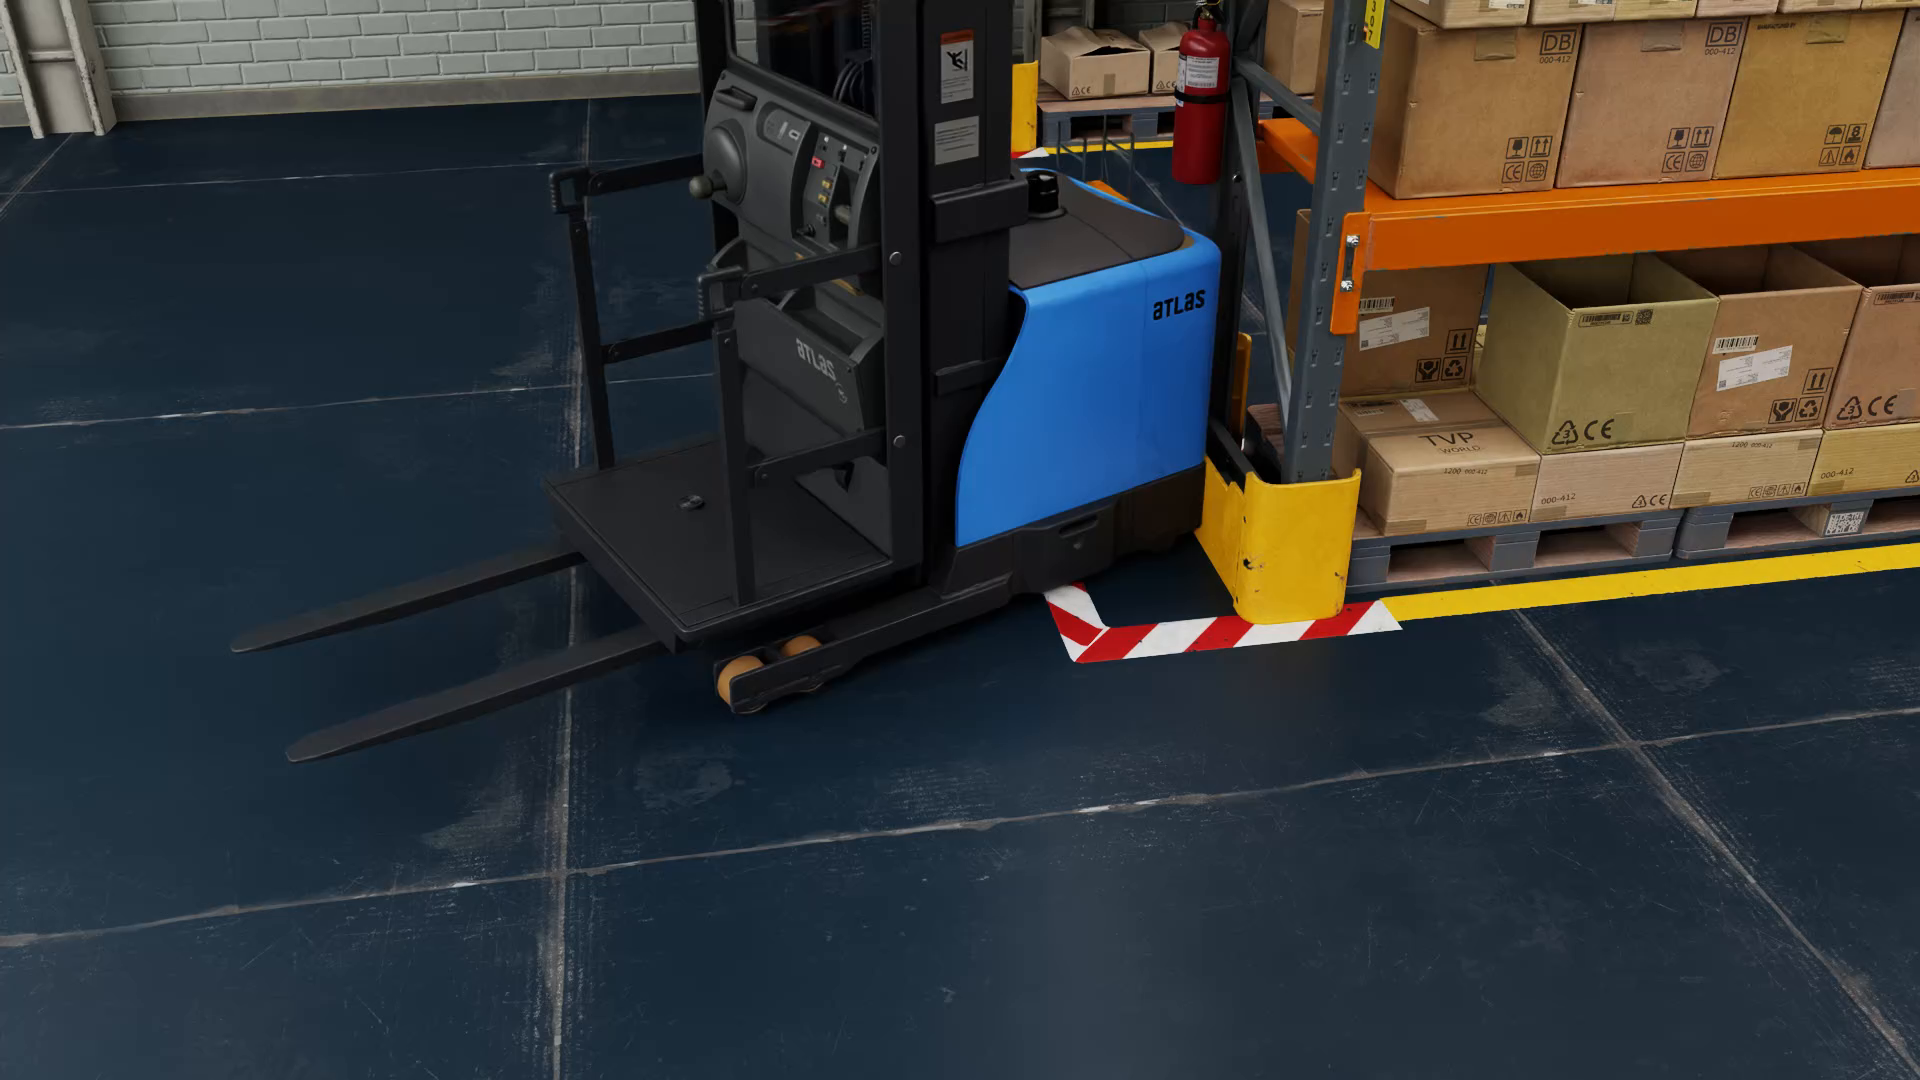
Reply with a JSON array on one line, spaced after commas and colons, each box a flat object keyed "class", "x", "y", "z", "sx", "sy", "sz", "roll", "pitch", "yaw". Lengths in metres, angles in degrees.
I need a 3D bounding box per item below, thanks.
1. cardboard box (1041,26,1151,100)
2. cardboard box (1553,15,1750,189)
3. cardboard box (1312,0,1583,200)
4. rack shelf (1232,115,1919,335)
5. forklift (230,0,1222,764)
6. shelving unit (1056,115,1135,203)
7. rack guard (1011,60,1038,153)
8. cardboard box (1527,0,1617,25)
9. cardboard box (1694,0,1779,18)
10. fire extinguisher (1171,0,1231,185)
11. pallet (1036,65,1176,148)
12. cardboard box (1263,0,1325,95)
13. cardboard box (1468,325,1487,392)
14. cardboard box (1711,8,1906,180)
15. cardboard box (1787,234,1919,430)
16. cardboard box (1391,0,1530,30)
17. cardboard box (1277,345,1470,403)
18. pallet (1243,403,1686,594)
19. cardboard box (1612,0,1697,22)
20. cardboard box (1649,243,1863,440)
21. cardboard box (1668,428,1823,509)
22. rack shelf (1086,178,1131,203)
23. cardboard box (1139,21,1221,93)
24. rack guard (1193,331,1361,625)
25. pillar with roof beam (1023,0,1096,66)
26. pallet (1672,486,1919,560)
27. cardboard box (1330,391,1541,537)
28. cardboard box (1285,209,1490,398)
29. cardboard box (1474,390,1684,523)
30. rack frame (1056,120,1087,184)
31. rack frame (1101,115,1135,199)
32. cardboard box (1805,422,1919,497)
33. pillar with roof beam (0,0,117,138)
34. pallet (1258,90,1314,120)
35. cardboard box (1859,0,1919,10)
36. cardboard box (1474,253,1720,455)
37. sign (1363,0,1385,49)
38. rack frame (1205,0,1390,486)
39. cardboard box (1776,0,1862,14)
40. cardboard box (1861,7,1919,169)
[{"class": "cardboard box", "x": 0.797, "y": -2.845, "z": 9.848, "sx": 0.500, "sy": 0.311, "sz": 0.500, "roll": -9, "pitch": 32, "yaw": -15}, {"class": "cardboard box", "x": 1.974, "y": -1.456, "z": 5.169, "sx": 0.500, "sy": 0.500, "sz": 0.700, "roll": -5, "pitch": 31, "yaw": -8}, {"class": "cardboard box", "x": 1.458, "y": -1.406, "z": 5.083, "sx": 0.500, "sy": 0.500, "sz": 0.700, "roll": -5, "pitch": 31, "yaw": -9}, {"class": "rack shelf", "x": 2.964, "y": -1.199, "z": 5.540, "sx": 4.000, "sy": 0.370, "sz": 1.077, "roll": -5, "pitch": 31, "yaw": -9}, {"class": "forklift", "x": -0.667, "y": -1.059, "z": 4.660, "sx": 3.031, "sy": 2.935, "sz": 1.130, "roll": -19, "pitch": 35, "yaw": -29}, {"class": "shelving unit", "x": 0.478, "y": -0.939, "z": 6.163, "sx": 0.189, "sy": 1.200, "sz": 0.258, "roll": -11, "pitch": 32, "yaw": -18}, {"class": "rack guard", "x": 0.175, "y": -2.725, "z": 9.892, "sx": 0.348, "sy": 0.500, "sz": 1.175, "roll": -5, "pitch": 31, "yaw": -9}, {"class": "cardboard box", "x": 1.681, "y": -1.603, "z": 4.779, "sx": 0.250, "sy": 0.149, "sz": 0.380, "roll": -6, "pitch": 31, "yaw": -10}, {"class": "cardboard box", "x": 2.175, "y": -1.647, "z": 4.853, "sx": 0.250, "sy": 0.149, "sz": 0.380, "roll": -6, "pitch": 31, "yaw": -10}, {"class": "fire extinguisher", "x": 0.797, "y": -1.514, "z": 5.442, "sx": 0.183, "sy": 0.674, "sz": 0.296, "roll": -5, "pitch": 31, "yaw": -9}, {"class": "pallet", "x": 0.981, "y": -2.658, "z": 10.061, "sx": 1.213, "sy": 0.211, "sz": 1.003, "roll": -5, "pitch": 31, "yaw": -9}, {"class": "cardboard box", "x": 2.089, "y": -3.021, "z": 9.960, "sx": 0.500, "sy": 0.500, "sz": 0.700, "roll": -7, "pitch": 31, "yaw": -12}, {"class": "cardboard box", "x": 1.961, "y": -0.570, "z": 6.059, "sx": 0.500, "sy": 0.250, "sz": 0.500, "roll": -5, "pitch": 31, "yaw": -9}, {"class": "cardboard box", "x": 2.463, "y": -1.499, "z": 5.241, "sx": 0.500, "sy": 0.500, "sz": 0.700, "roll": -5, "pitch": 31, "yaw": -9}, {"class": "cardboard box", "x": 3.040, "y": -0.719, "z": 5.572, "sx": 0.500, "sy": 0.500, "sz": 0.500, "roll": -5, "pitch": 31, "yaw": -9}, {"class": "cardboard box", "x": 1.421, "y": -1.578, "z": 4.735, "sx": 0.250, "sy": 0.149, "sz": 0.380, "roll": -6, "pitch": 31, "yaw": -9}, {"class": "cardboard box", "x": 1.471, "y": -0.519, "z": 5.971, "sx": 0.500, "sy": 0.250, "sz": 0.500, "roll": -5, "pitch": 31, "yaw": -9}, {"class": "pallet", "x": 1.741, "y": -0.215, "z": 5.908, "sx": 1.213, "sy": 0.211, "sz": 1.003, "roll": -5, "pitch": 31, "yaw": -9}, {"class": "cardboard box", "x": 1.926, "y": -1.625, "z": 4.816, "sx": 0.250, "sy": 0.149, "sz": 0.380, "roll": -5, "pitch": 31, "yaw": -9}, {"class": "cardboard box", "x": 2.545, "y": -0.682, "z": 5.510, "sx": 0.500, "sy": 0.500, "sz": 0.500, "roll": -5, "pitch": 31, "yaw": -9}, {"class": "cardboard box", "x": 2.547, "y": -0.353, "z": 5.690, "sx": 0.500, "sy": 0.250, "sz": 0.500, "roll": -5, "pitch": 31, "yaw": -9}, {"class": "rack shelf", "x": 0.478, "y": -1.211, "z": 6.003, "sx": 0.180, "sy": 0.103, "sz": 0.258, "roll": -11, "pitch": 32, "yaw": -18}, {"class": "cardboard box", "x": 1.358, "y": -2.897, "z": 9.936, "sx": 0.500, "sy": 0.311, "sz": 0.500, "roll": -3, "pitch": 31, "yaw": -5}, {"class": "rack guard", "x": 0.973, "y": -0.247, "z": 5.677, "sx": 0.348, "sy": 0.500, "sz": 1.175, "roll": -5, "pitch": 31, "yaw": -9}, {"class": "pillar with roof beam", "x": 1.409, "y": -4.731, "z": 4.918, "sx": 0.400, "sy": 9.000, "sz": 9.100, "roll": -5, "pitch": 31, "yaw": -9}, {"class": "pallet", "x": 2.939, "y": -0.325, "z": 6.094, "sx": 1.213, "sy": 0.211, "sz": 1.003, "roll": -5, "pitch": 31, "yaw": -9}, {"class": "cardboard box", "x": 1.564, "y": -0.260, "z": 5.532, "sx": 0.500, "sy": 0.250, "sz": 0.500, "roll": -5, "pitch": 31, "yaw": -9}, {"class": "cardboard box", "x": 1.471, "y": -0.843, "z": 5.783, "sx": 0.500, "sy": 0.500, "sz": 0.500, "roll": -5, "pitch": 31, "yaw": -9}, {"class": "cardboard box", "x": 2.055, "y": -0.308, "z": 5.613, "sx": 0.500, "sy": 0.250, "sz": 0.500, "roll": -5, "pitch": 31, "yaw": -9}, {"class": "rack frame", "x": 0.393, "y": -0.922, "z": 6.134, "sx": 0.006, "sy": 1.200, "sz": 0.240, "roll": -11, "pitch": 32, "yaw": -18}, {"class": "rack frame", "x": 0.563, "y": -0.956, "z": 6.192, "sx": 0.006, "sy": 1.200, "sz": 0.240, "roll": -11, "pitch": 32, "yaw": -18}, {"class": "cardboard box", "x": 3.040, "y": -0.397, "z": 5.763, "sx": 0.500, "sy": 0.250, "sz": 0.500, "roll": -5, "pitch": 31, "yaw": -9}, {"class": "pillar with roof beam", "x": -4.493, "y": -4.183, "z": 3.986, "sx": 0.400, "sy": 9.000, "sz": 9.100, "roll": -5, "pitch": 31, "yaw": -9}, {"class": "pallet", "x": 2.178, "y": -2.767, "z": 10.248, "sx": 1.213, "sy": 0.211, "sz": 1.003, "roll": -5, "pitch": 31, "yaw": -9}, {"class": "cardboard box", "x": 2.688, "y": -1.696, "z": 4.937, "sx": 0.250, "sy": 0.149, "sz": 0.380, "roll": -6, "pitch": 31, "yaw": -10}, {"class": "cardboard box", "x": 2.056, "y": -0.630, "z": 5.421, "sx": 0.500, "sy": 0.500, "sz": 0.500, "roll": -5, "pitch": 31, "yaw": -9}, {"class": "sign", "x": 1.091, "y": -1.457, "z": 4.336, "sx": 0.005, "sy": 0.325, "sz": 0.100, "roll": -5, "pitch": 31, "yaw": -9}, {"class": "rack frame", "x": 0.997, "y": -1.327, "z": 5.047, "sx": 0.127, "sy": 3.000, "sz": 1.000, "roll": -5, "pitch": 31, "yaw": -9}, {"class": "cardboard box", "x": 2.437, "y": -1.673, "z": 4.897, "sx": 0.250, "sy": 0.149, "sz": 0.380, "roll": -6, "pitch": 31, "yaw": -11}, {"class": "cardboard box", "x": 2.980, "y": -1.549, "z": 5.326, "sx": 0.500, "sy": 0.500, "sz": 0.700, "roll": -4, "pitch": 31, "yaw": -7}]
